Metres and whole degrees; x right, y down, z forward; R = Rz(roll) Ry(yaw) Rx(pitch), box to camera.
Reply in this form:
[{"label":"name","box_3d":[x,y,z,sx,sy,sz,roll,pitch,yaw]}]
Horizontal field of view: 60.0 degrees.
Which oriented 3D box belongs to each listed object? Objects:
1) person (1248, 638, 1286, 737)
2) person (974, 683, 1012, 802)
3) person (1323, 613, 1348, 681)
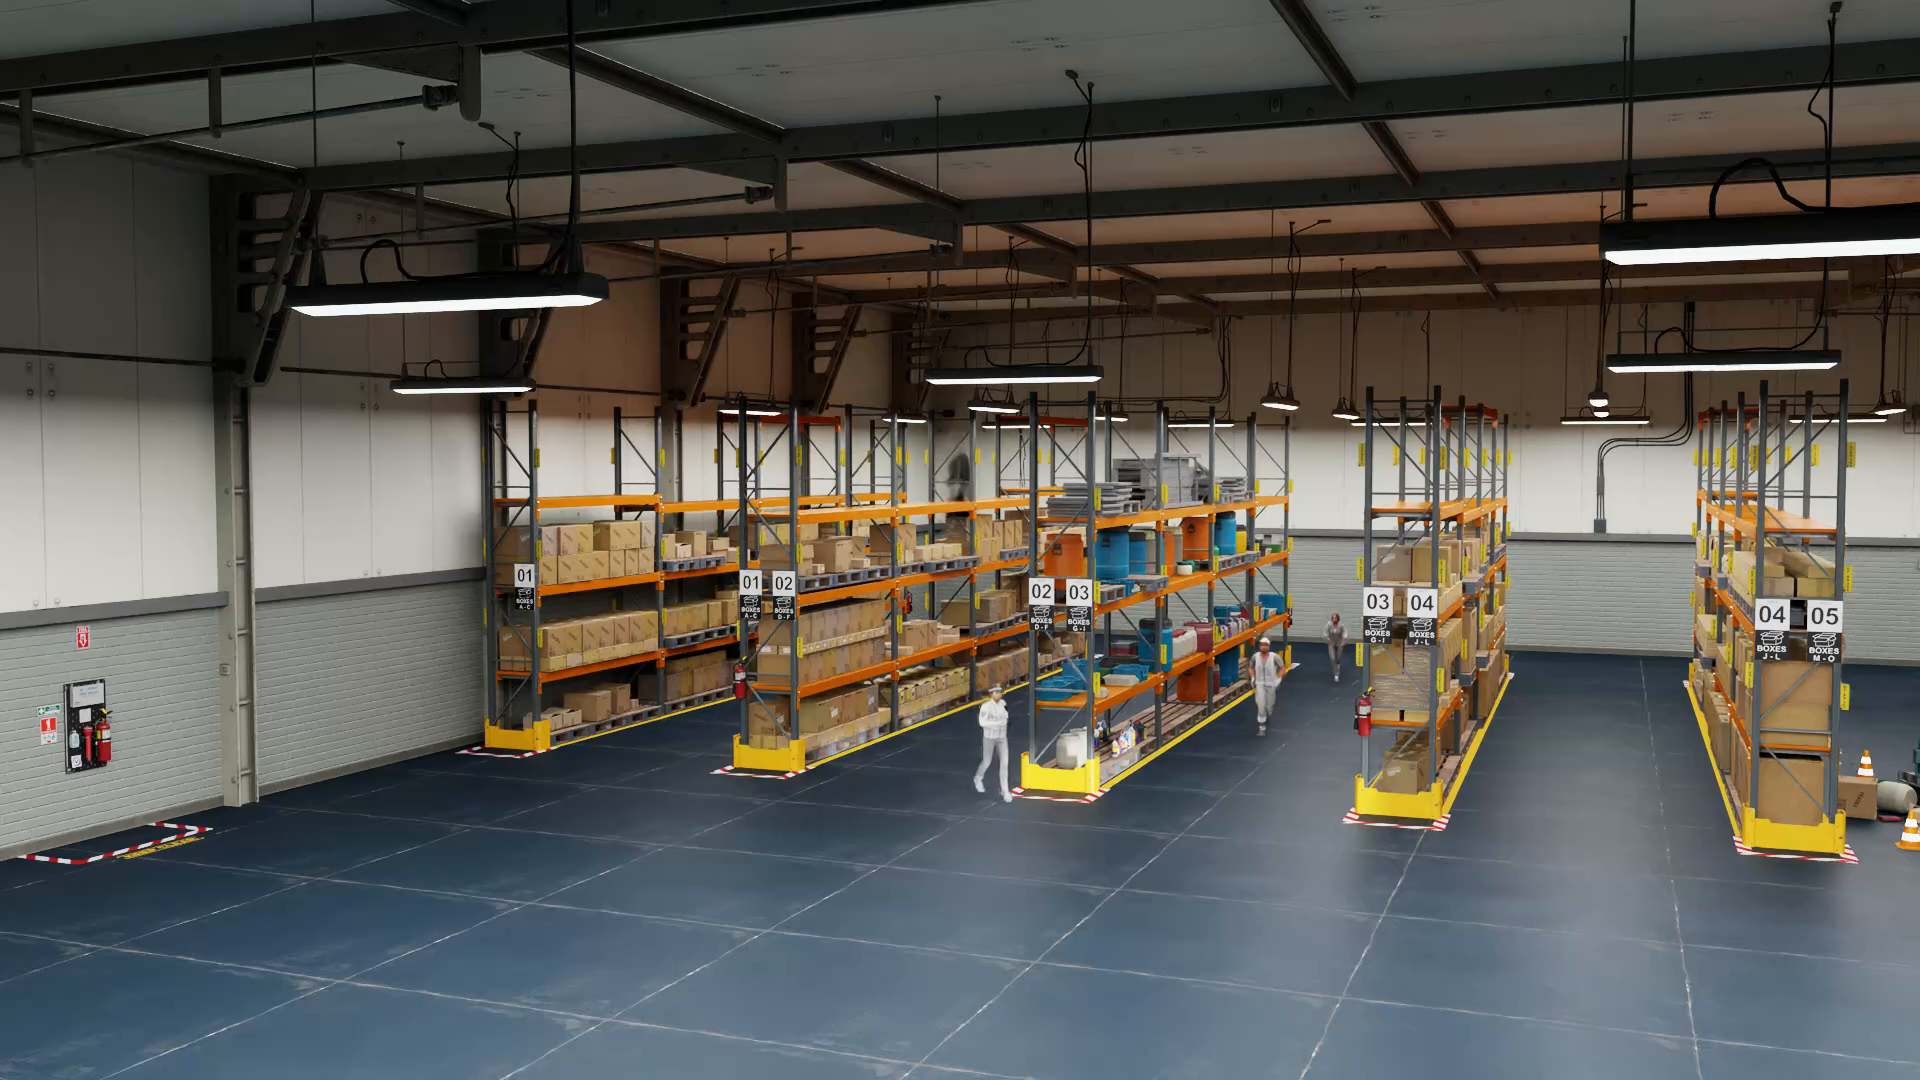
[{"label":"person","box_3d":[5.559,2.644,30.135,0.671,1.773,0.697,1,3,18]},{"label":"person","box_3d":[0.496,2.929,24.413,0.598,1.697,0.919,-2,3,-28]},{"label":"person","box_3d":[8.488,2.401,37.591,0.525,1.534,0.696,1,3,19]}]
